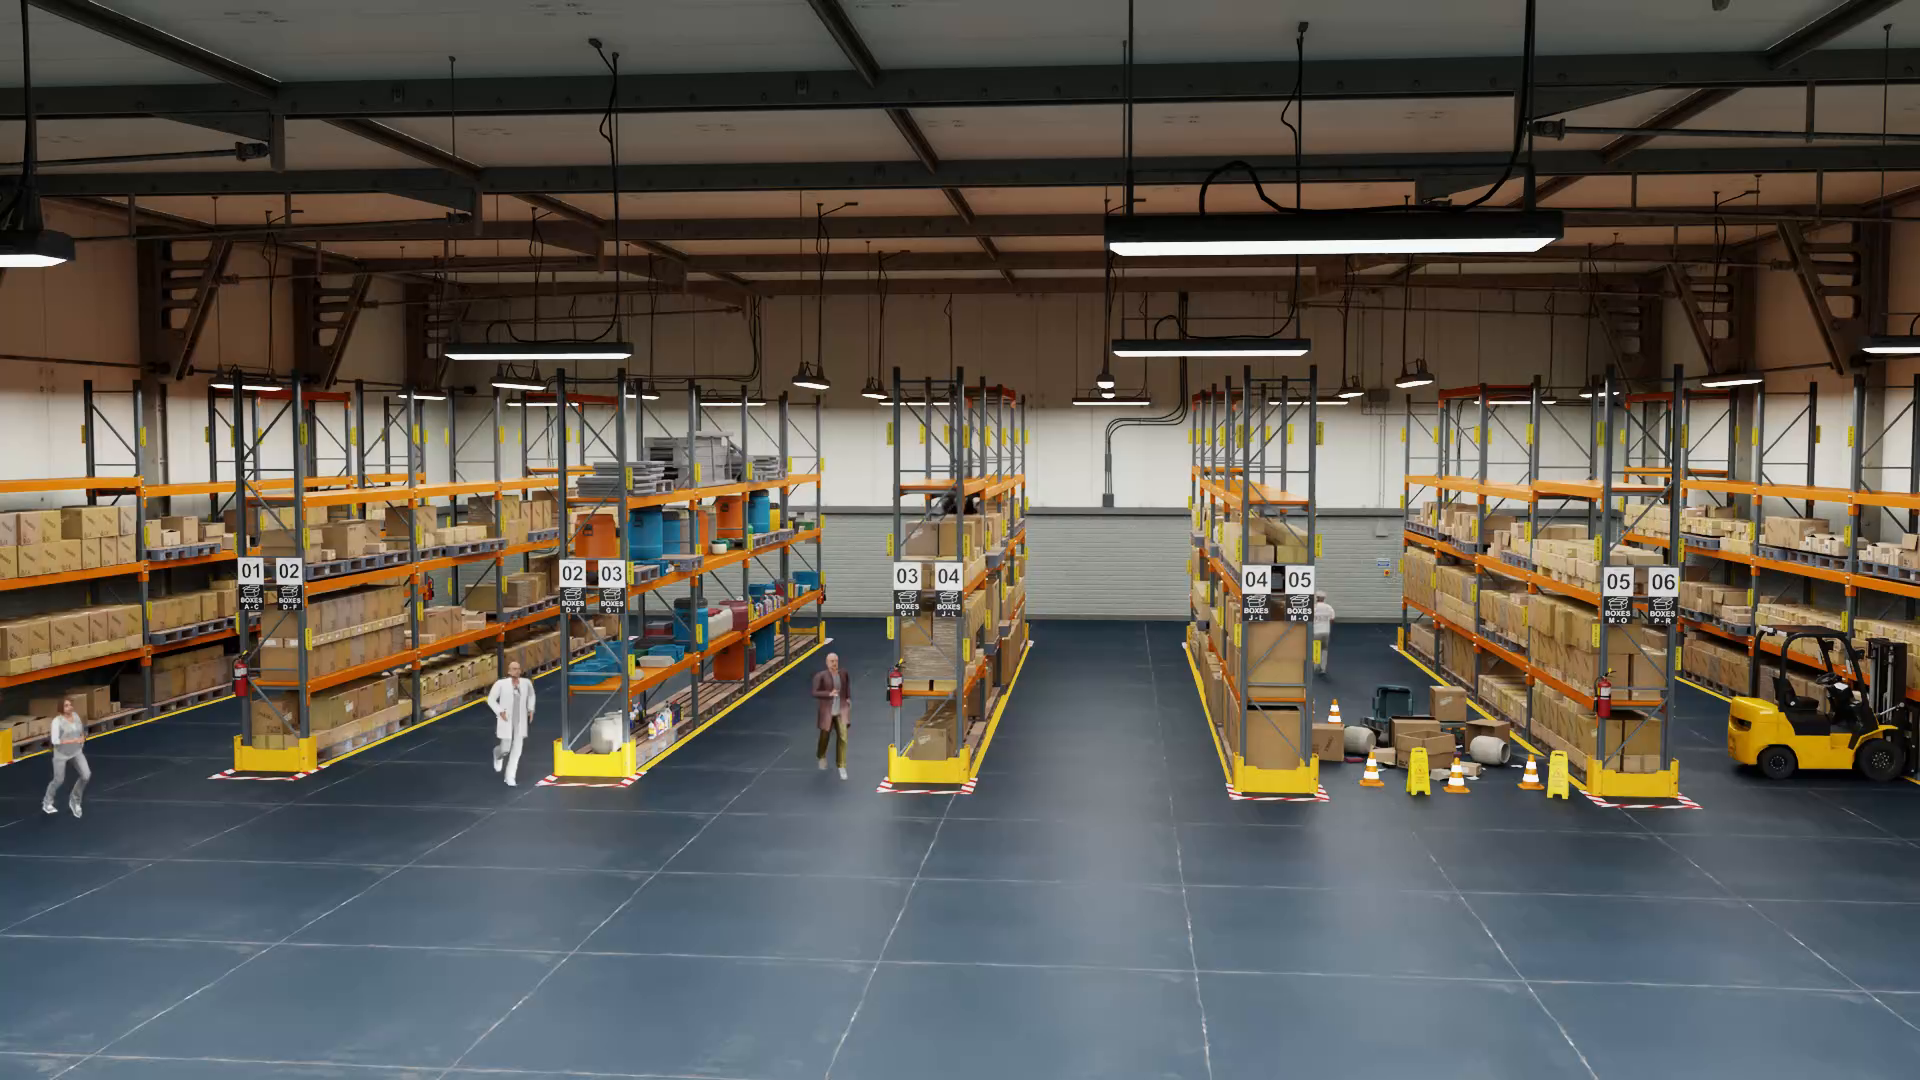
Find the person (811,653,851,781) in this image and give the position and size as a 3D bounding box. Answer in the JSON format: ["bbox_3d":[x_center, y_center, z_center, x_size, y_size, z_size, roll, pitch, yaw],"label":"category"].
[{"bbox_3d":[-1.893,2.569,24.536,0.680,1.823,0.934,-1,4,-21],"label":"person"}]

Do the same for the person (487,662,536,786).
[{"bbox_3d":[-6.491,2.644,24.177,0.733,1.757,0.862,-2,4,-34],"label":"person"}]

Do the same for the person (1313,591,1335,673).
[{"bbox_3d":[7.611,1.944,35.285,0.646,1.724,0.671,0,4,-3],"label":"person"}]

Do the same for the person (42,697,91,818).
[{"bbox_3d":[-11.690,2.844,21.807,0.813,1.590,0.548,2,4,31],"label":"person"}]
